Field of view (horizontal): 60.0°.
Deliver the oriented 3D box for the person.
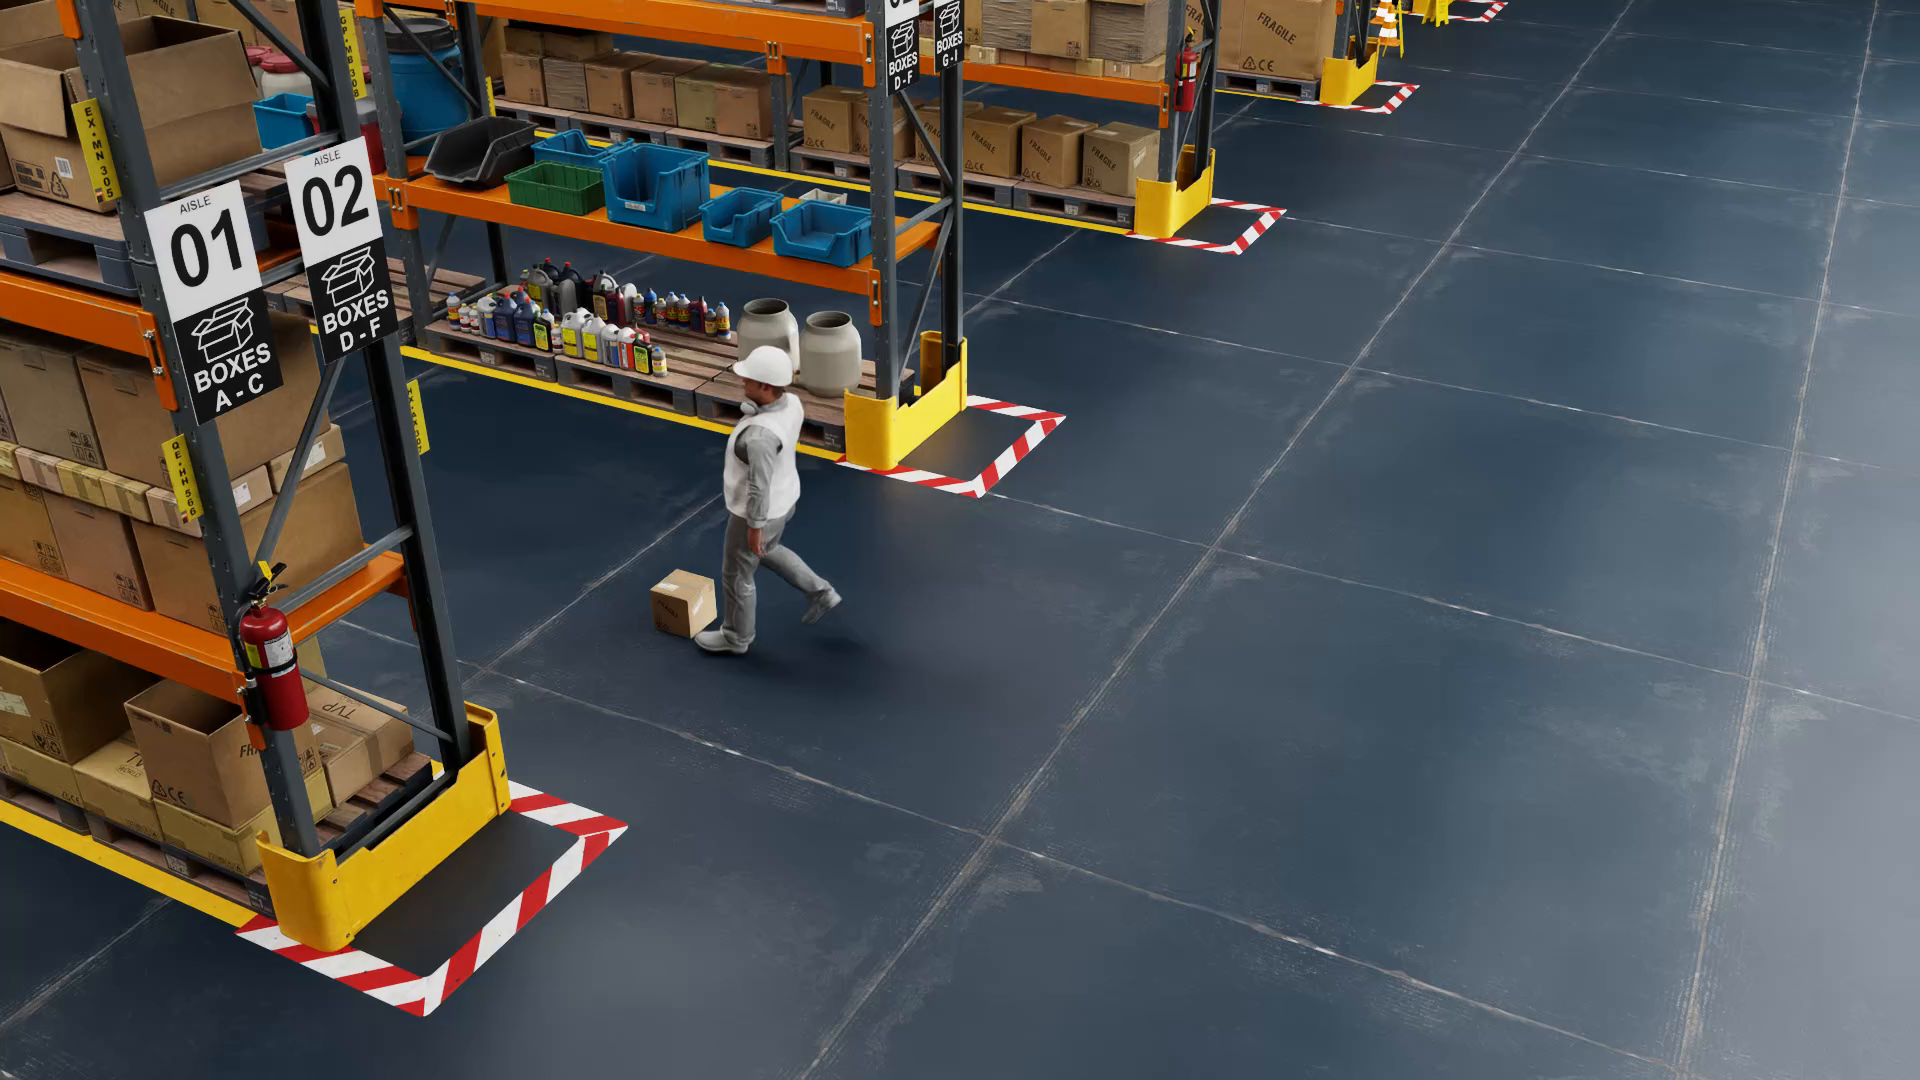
[{"bbox_3d":[-1.043,-0.197,8.586,0.752,1.757,0.549,8,31,14],"label":"person"}]
